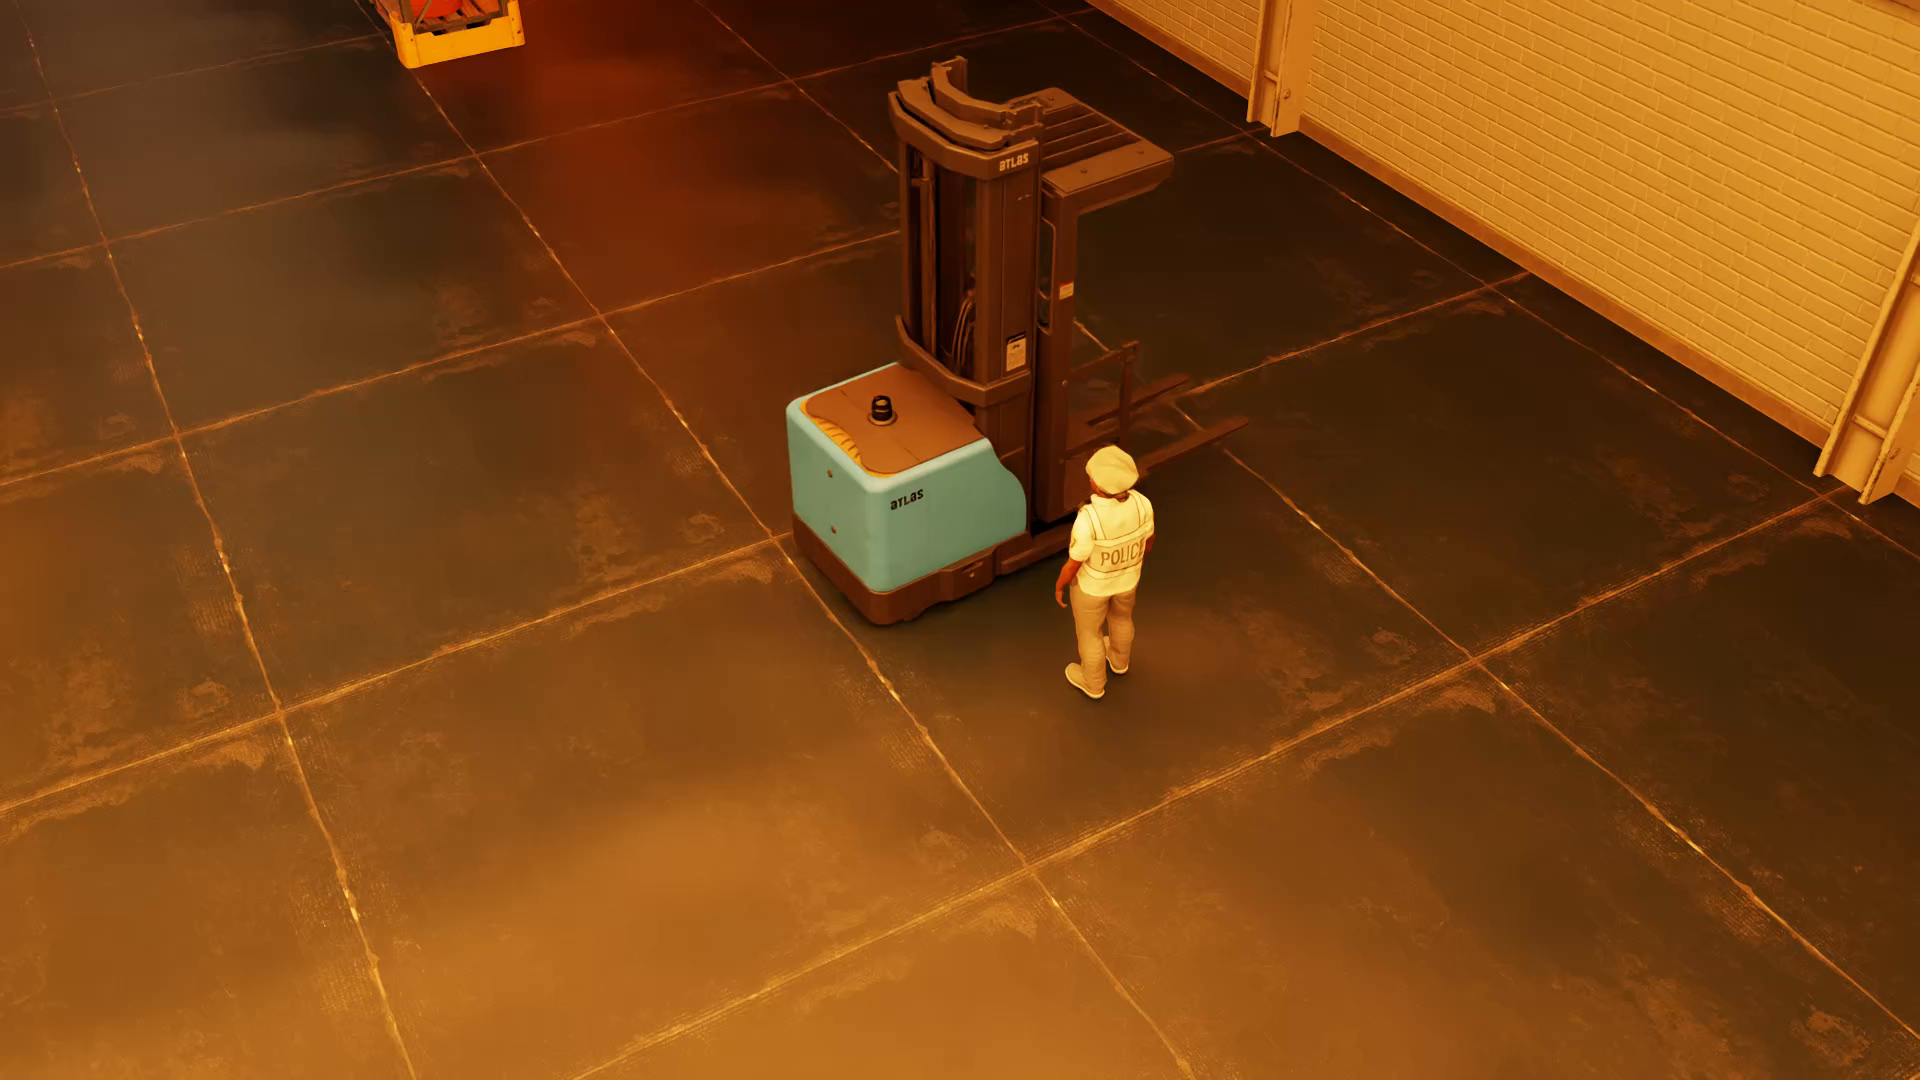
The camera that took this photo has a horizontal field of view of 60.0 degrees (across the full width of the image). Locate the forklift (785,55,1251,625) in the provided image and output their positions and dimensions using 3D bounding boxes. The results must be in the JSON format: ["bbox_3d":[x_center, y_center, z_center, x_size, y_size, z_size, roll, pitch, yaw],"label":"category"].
[{"bbox_3d":[0.478,-1.377,9.696,3.031,2.935,1.130,-24,45,-26],"label":"forklift"}]

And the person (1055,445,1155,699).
[{"bbox_3d":[0.741,0.151,8.812,0.570,1.695,0.530,-17,43,-20],"label":"person"}]
